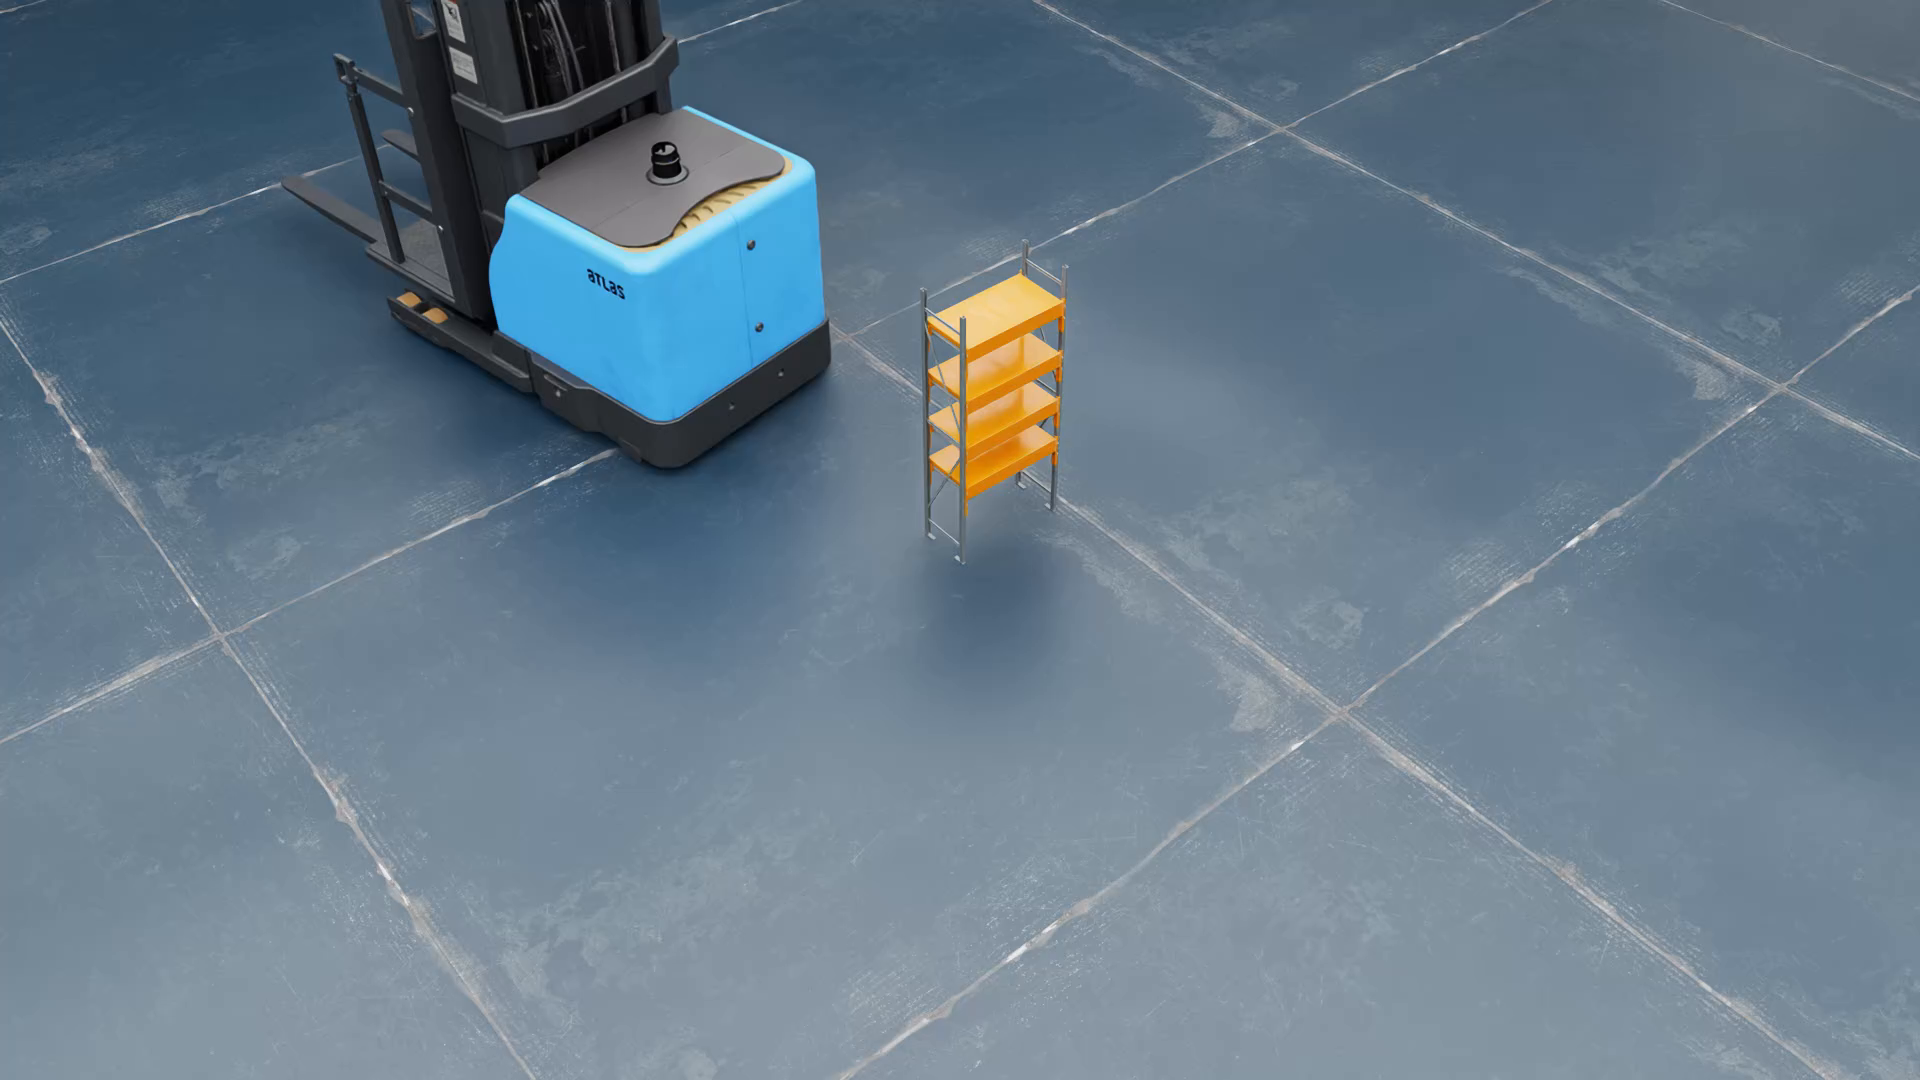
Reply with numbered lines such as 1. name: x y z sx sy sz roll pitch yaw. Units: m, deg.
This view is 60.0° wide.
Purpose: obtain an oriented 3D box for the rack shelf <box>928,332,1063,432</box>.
1. rack shelf: 0.127 -0.624 6.310 0.480 0.148 0.258 -30 51 -28

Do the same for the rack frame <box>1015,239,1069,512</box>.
1. rack frame: 0.314 -0.617 6.531 0.015 1.200 0.240 -30 51 -28

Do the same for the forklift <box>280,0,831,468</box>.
1. forklift: -2.038 -2.225 6.978 3.031 2.935 1.130 30 51 28

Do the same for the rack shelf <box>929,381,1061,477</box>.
1. rack shelf: 0.127 -0.461 6.463 0.480 0.148 0.258 -30 51 -28

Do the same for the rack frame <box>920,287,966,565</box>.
1. rack frame: -0.060 -0.403 6.303 0.015 1.200 0.240 -30 51 -28

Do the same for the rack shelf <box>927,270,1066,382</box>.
1. rack shelf: 0.127 -0.796 6.148 0.480 0.148 0.258 -30 51 -28

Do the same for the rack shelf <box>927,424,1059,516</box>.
1. rack shelf: 0.127 -0.316 6.599 0.480 0.148 0.258 -30 51 -28

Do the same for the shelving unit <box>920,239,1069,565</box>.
1. shelving unit: 0.127 -0.510 6.417 0.503 1.200 0.258 -30 51 -28
